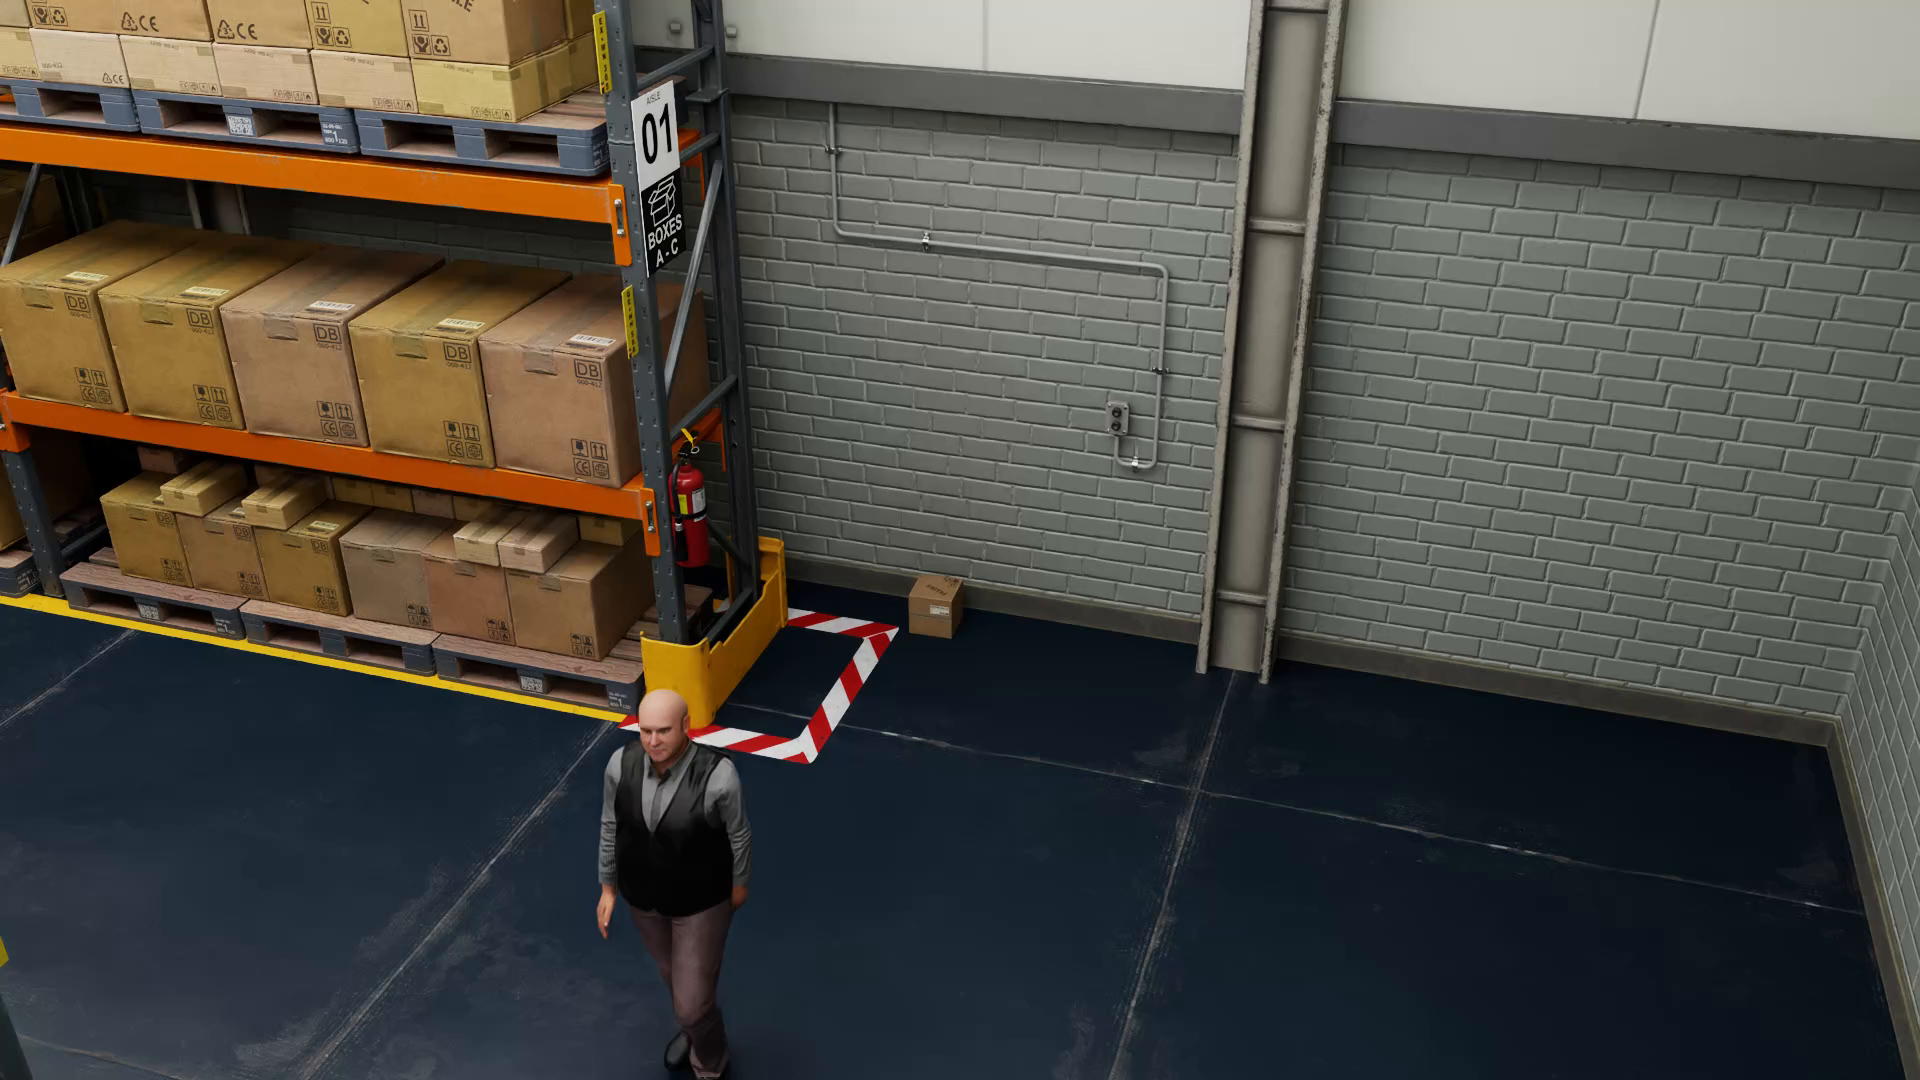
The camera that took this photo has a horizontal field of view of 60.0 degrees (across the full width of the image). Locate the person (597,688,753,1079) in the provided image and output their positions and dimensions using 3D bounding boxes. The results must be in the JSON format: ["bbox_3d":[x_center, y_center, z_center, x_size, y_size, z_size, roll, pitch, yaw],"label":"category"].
[{"bbox_3d":[-1.057,1.344,6.132,0.541,1.777,0.522,9,30,16],"label":"person"}]
